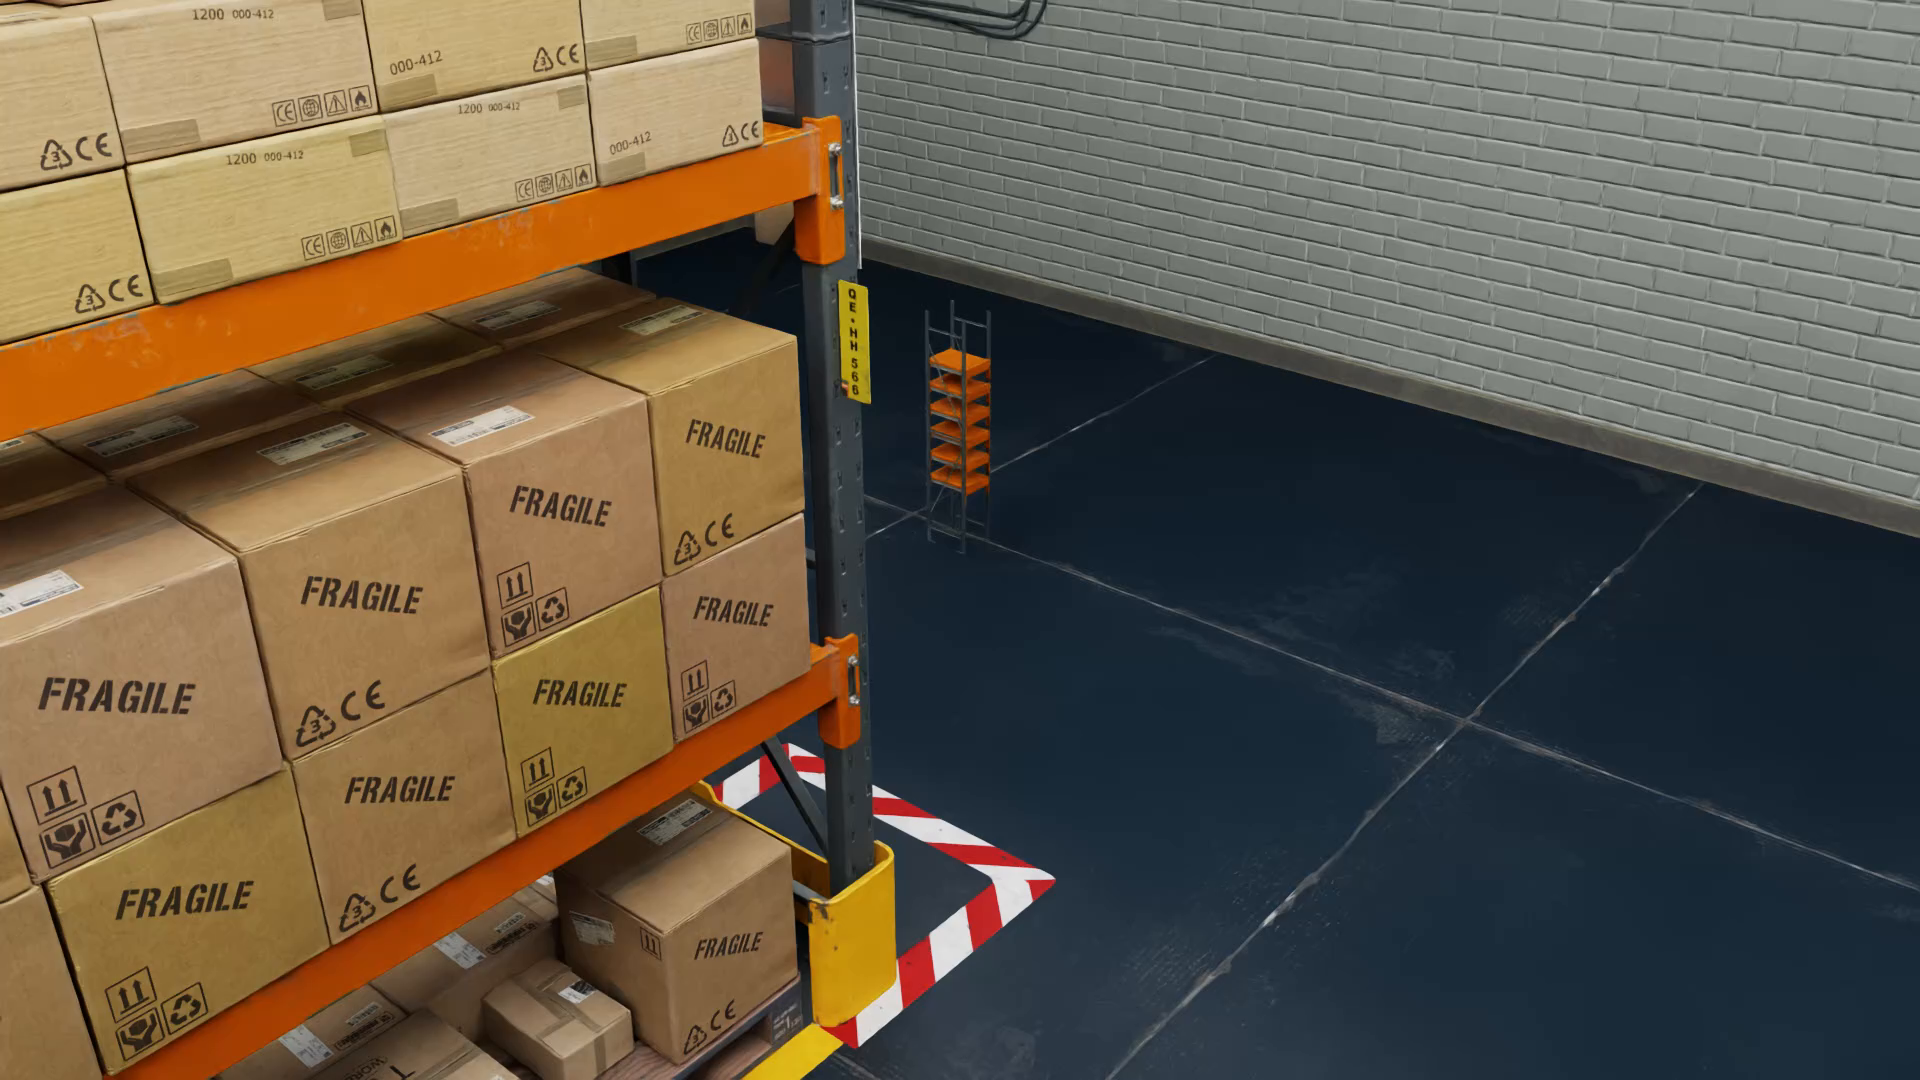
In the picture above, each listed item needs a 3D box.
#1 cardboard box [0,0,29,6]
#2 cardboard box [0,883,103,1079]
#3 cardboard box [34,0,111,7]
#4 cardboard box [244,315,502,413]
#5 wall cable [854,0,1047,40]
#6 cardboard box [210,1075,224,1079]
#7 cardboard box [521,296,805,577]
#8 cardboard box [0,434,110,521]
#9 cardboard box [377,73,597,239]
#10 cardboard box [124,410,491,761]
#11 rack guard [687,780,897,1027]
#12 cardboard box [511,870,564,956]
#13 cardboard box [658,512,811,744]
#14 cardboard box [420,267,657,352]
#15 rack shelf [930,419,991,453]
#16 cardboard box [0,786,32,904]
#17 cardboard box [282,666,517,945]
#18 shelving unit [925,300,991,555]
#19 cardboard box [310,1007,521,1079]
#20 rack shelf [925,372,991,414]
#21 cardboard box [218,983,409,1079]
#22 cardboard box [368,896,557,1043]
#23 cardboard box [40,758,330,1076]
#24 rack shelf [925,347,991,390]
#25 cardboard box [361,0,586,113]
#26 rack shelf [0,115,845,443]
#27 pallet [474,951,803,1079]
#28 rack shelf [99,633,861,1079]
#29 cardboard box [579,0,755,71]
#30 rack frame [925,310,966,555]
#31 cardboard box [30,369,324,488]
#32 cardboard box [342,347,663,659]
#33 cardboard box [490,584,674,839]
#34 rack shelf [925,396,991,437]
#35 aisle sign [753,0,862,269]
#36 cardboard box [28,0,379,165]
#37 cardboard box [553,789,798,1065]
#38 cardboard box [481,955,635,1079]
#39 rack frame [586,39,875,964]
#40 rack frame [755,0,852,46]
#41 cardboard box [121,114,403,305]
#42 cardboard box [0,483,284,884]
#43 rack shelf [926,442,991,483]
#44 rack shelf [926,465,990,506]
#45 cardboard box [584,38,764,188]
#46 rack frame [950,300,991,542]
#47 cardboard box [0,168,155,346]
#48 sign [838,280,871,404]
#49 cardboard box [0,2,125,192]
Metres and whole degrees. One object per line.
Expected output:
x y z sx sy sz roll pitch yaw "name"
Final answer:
-2.017 -1.158 2.762 0.700 0.500 0.500 21 34 34 "cardboard box"
-2.060 0.879 3.178 0.500 0.500 0.500 21 34 34 "cardboard box"
-1.626 -1.308 3.052 0.700 0.500 0.500 21 34 34 "cardboard box"
-1.506 -0.256 4.283 0.500 0.500 0.500 21 34 35 "cardboard box"
-0.645 -4.668 10.859 3.097 2.526 0.112 21 34 34 "wall cable"
-2.047 1.629 4.075 0.797 0.503 0.637 21 34 34 "cardboard box"
-0.764 -0.285 4.340 0.500 0.500 0.500 20 34 34 "cardboard box"
-2.150 0.101 3.594 0.500 0.500 0.500 20 34 34 "cardboard box"
-1.143 -0.867 3.561 0.500 0.250 0.500 21 34 34 "cardboard box"
-1.411 0.079 3.635 0.500 0.500 0.500 22 34 36 "cardboard box"
-0.742 1.102 5.575 1.175 0.500 0.348 21 34 34 "rack guard"
-1.384 1.165 5.339 0.380 0.166 0.250 21 34 34 "cardboard box"
-0.768 0.159 4.569 0.500 0.500 0.500 22 35 36 "cardboard box"
-1.179 -0.443 4.645 0.500 0.500 0.500 22 35 36 "cardboard box"
-0.009 -0.488 7.985 0.258 0.103 0.180 21 34 34 "rack shelf"
-2.066 0.445 2.929 0.500 0.500 0.500 20 33 33 "cardboard box"
-1.417 0.519 3.873 0.500 0.500 0.500 21 34 35 "cardboard box"
-0.009 -0.528 7.964 0.258 1.200 0.189 21 34 34 "shelving unit"
-1.477 1.584 4.438 0.500 0.250 0.500 21 34 34 "cardboard box"
-0.009 -0.701 7.875 0.258 0.103 0.180 21 34 34 "rack shelf"
-1.894 1.455 4.686 0.500 0.250 0.500 21 34 34 "cardboard box"
-1.576 1.278 5.029 0.500 0.250 0.500 21 34 34 "cardboard box"
-1.738 0.698 3.528 0.500 0.500 0.500 20 34 34 "cardboard box"
-0.009 -0.808 7.819 0.258 0.103 0.180 21 34 34 "rack shelf"
-1.141 -1.089 3.445 0.500 0.250 0.500 21 34 34 "cardboard box"
-1.966 -0.339 3.159 1.077 0.370 4.000 21 34 34 "rack shelf"
-1.248 1.514 5.095 1.003 0.211 1.213 21 34 34 "pallet"
-1.966 0.994 3.848 1.077 0.370 4.000 21 34 34 "rack shelf"
-0.824 -1.266 3.787 0.500 0.250 0.500 21 34 34 "cardboard box"
-0.067 -0.495 7.902 0.240 1.200 0.006 21 34 34 "rack frame"
-1.828 -0.080 3.943 0.500 0.500 0.500 21 34 35 "cardboard box"
-1.085 -0.106 3.993 0.500 0.500 0.500 22 34 36 "cardboard box"
-1.096 0.344 4.212 0.500 0.500 0.500 21 34 35 "cardboard box"
-0.009 -0.595 7.930 0.258 0.103 0.180 21 34 34 "rack shelf"
-0.414 -1.124 4.330 0.394 0.787 0.004 21 34 34 "aisle sign"
-1.462 -0.913 3.104 0.500 0.250 0.500 21 34 34 "cardboard box"
-0.849 1.145 5.015 0.500 0.500 0.500 21 34 34 "cardboard box"
-1.176 1.410 4.865 0.380 0.166 0.250 21 34 34 "cardboard box"
-0.694 -0.035 5.053 1.000 3.000 0.127 21 34 34 "rack frame"
-0.694 -2.700 3.675 1.000 3.000 0.127 21 34 34 "rack frame"
-1.451 -0.686 3.211 0.500 0.250 0.500 21 34 34 "cardboard box"
-1.738 0.261 3.283 0.500 0.500 0.500 22 35 36 "cardboard box"
-0.009 -0.382 8.040 0.258 0.103 0.180 21 34 34 "rack shelf"
-0.009 -0.275 8.095 0.258 0.103 0.180 21 34 34 "rack shelf"
-0.817 -1.041 3.897 0.500 0.250 0.500 21 34 34 "cardboard box"
0.049 -0.560 8.027 0.240 1.200 0.006 21 34 34 "rack frame"
-1.782 -0.514 2.877 0.500 0.250 0.500 21 34 34 "cardboard box"
-0.278 -0.520 4.387 0.100 0.325 0.005 21 34 34 "sign"
-1.775 -0.733 2.758 0.500 0.250 0.500 21 34 34 "cardboard box"
